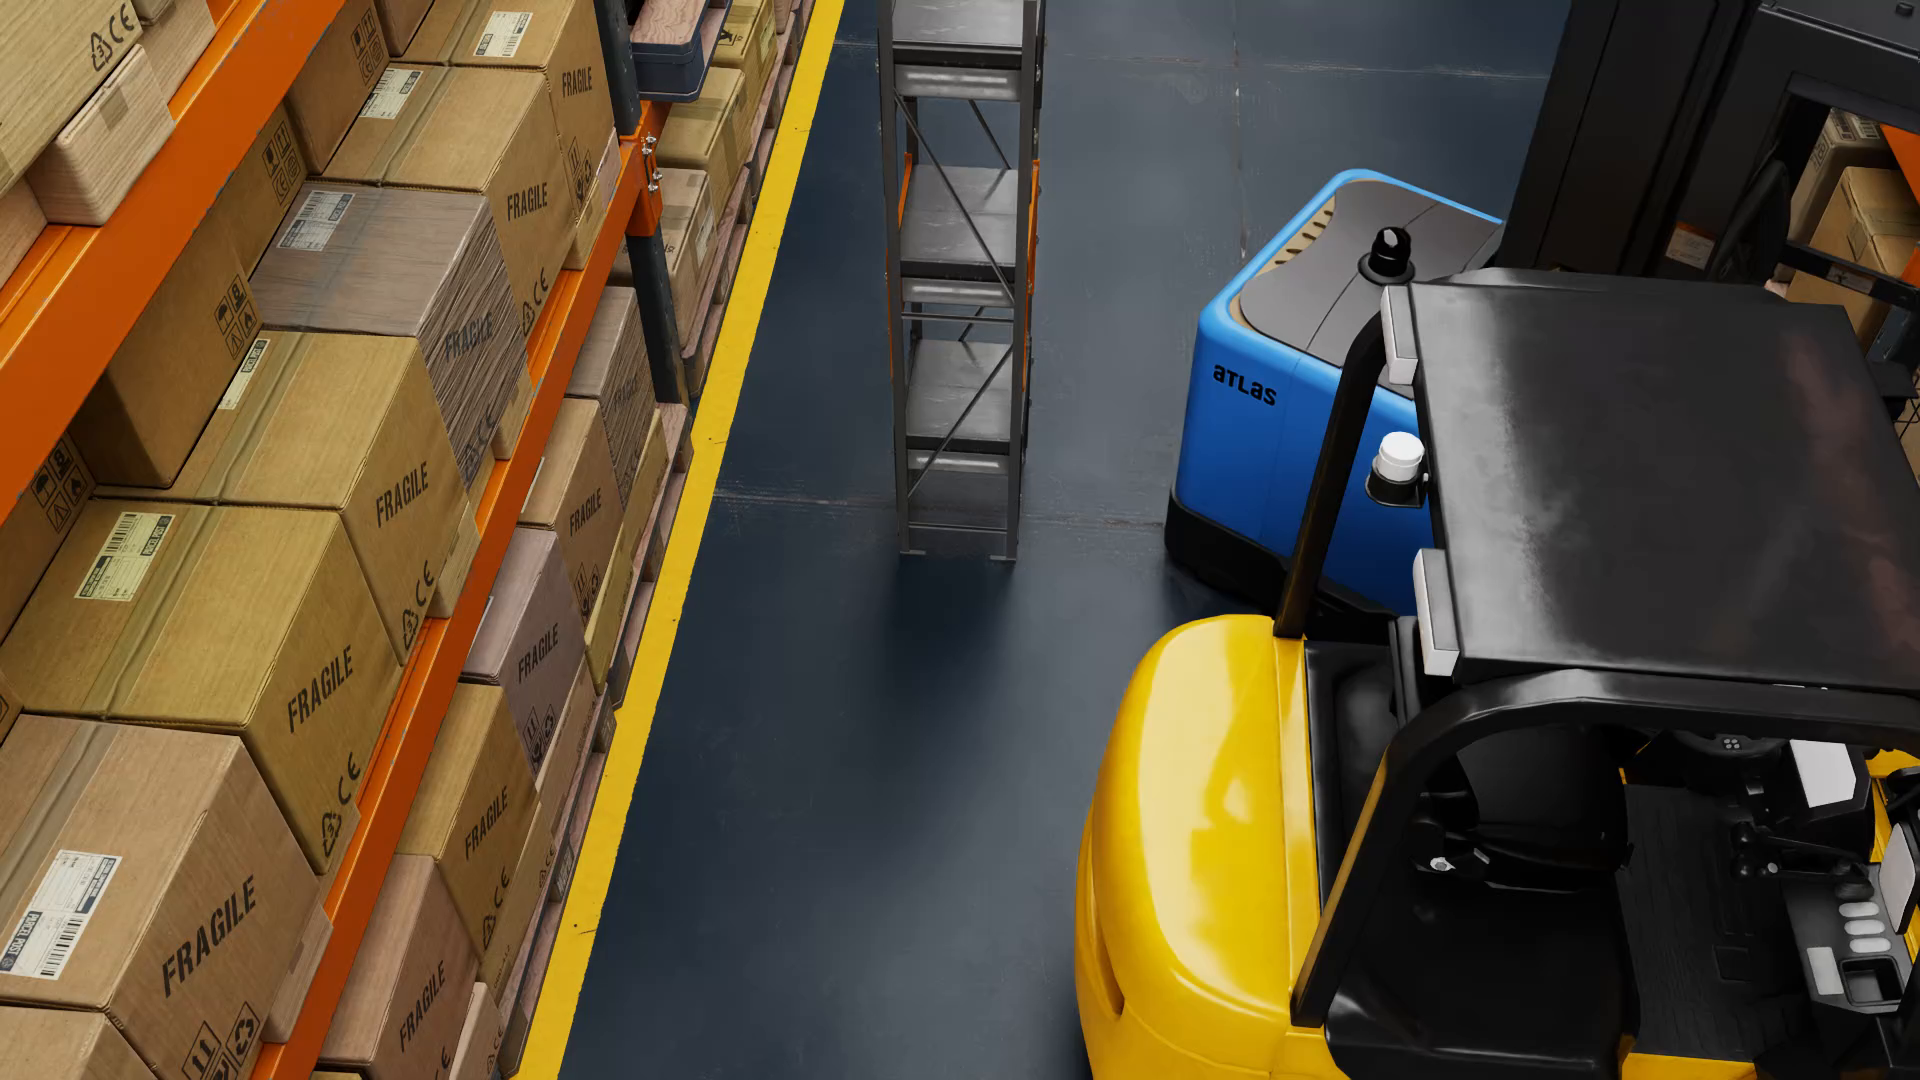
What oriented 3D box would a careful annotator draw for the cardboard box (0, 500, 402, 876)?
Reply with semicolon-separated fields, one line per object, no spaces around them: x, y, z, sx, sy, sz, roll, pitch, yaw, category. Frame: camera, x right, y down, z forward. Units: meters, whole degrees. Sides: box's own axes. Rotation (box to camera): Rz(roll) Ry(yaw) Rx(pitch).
-1.447;0.283;3.189;0.500;0.500;0.500;3;48;3;cardboard box

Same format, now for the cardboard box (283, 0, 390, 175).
-1.815;-1.226;3.892;0.700;0.500;0.500;4;48;4;cardboard box

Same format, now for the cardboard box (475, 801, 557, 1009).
-1.415;0.938;4.438;0.500;0.250;0.500;7;48;6;cardboard box

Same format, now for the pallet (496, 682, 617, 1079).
-1.625;0.899;4.785;1.003;0.211;1.213;4;48;4;pallet

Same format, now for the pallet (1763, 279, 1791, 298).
3.481;-0.709;6.255;1.003;0.211;1.213;4;48;4;pallet

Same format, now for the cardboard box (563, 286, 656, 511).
-1.277;-0.451;5.200;0.500;0.500;0.500;3;48;3;cardboard box

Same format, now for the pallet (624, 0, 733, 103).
-1.276;-1.924;5.607;1.003;0.211;1.213;4;48;4;pallet

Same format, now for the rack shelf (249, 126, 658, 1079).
-1.673;0.275;3.953;1.077;0.370;4.000;4;48;4;rack shelf

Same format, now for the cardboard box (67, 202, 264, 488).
-1.845;-0.470;3.200;0.700;0.500;0.500;4;48;3;cardboard box

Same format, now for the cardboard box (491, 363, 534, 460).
-1.306;-0.349;4.207;0.380;0.149;0.250;3;48;3;cardboard box

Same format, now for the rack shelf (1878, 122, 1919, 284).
3.635;-2.333;6.339;1.077;0.370;4.000;4;48;4;rack shelf

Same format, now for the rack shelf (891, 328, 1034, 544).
0.015;-0.349;5.613;0.431;0.518;0.480;4;48;4;rack shelf

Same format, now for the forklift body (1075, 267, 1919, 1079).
1.444;0.604;3.740;2.313;2.155;1.214;4;48;4;forklift body

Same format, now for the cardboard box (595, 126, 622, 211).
-1.216;-1.096;4.890;0.380;0.149;0.250;3;48;3;cardboard box

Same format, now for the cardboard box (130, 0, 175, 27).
-1.400;-1.037;2.533;0.500;0.250;0.500;5;48;4;cardboard box

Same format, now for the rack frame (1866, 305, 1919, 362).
3.453;-1.106;4.729;1.000;3.000;0.127;4;48;4;rack frame

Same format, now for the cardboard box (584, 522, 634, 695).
-1.315;0.194;5.119;0.500;0.250;0.500;3;48;2;cardboard box

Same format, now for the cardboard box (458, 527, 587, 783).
-1.367;0.298;4.516;0.500;0.500;0.500;6;48;6;cardboard box

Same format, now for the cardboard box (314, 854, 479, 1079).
-1.461;1.059;3.819;0.500;0.500;0.500;2;48;2;cardboard box

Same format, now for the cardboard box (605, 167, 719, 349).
-1.445;-1.078;6.199;0.950;0.372;0.625;4;48;4;cardboard box

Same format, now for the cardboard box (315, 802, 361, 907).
-1.445;0.600;3.339;0.380;0.149;0.250;5;48;5;cardboard box

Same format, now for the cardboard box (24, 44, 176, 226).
-1.388;-0.597;2.401;0.380;0.149;0.250;4;48;4;cardboard box

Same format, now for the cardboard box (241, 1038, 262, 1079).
-1.504;0.975;2.995;0.380;0.149;0.250;2;48;2;cardboard box

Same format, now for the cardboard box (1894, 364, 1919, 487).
3.096;-0.323;4.914;0.500;0.250;0.500;3;48;3;cardboard box

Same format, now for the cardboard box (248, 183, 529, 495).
-1.366;-0.468;3.876;0.500;0.500;0.500;5;48;5;cardboard box

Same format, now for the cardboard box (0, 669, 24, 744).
-1.972;0.269;2.524;0.700;0.500;0.500;4;48;4;cardboard box

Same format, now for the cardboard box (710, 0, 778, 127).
-1.321;-2.117;7.150;0.950;0.372;0.625;5;48;5;cardboard box

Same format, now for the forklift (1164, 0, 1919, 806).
2.181;-0.570;4.285;3.031;2.935;1.130;29;54;24;forklift

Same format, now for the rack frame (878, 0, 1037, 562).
-0.007;-0.651;4.922;0.400;2.100;0.015;4;48;4;rack frame

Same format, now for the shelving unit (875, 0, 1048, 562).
0.015;-0.830;5.086;0.431;2.100;0.503;4;48;4;shelving unit

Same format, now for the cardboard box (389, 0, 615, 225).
-1.283;-1.228;4.571;0.500;0.500;0.500;3;48;3;cardboard box

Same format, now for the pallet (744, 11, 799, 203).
-1.312;-1.967;7.406;1.003;0.211;1.213;4;48;4;pallet

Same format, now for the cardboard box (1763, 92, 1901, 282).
3.568;-1.400;6.323;0.875;0.625;0.625;3;48;3;cardboard box

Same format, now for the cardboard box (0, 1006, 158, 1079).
-1.536;1.039;2.498;0.500;0.500;0.500;3;48;3;cardboard box

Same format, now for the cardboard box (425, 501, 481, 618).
-1.346;0.029;3.861;0.380;0.149;0.250;4;48;4;cardboard box
